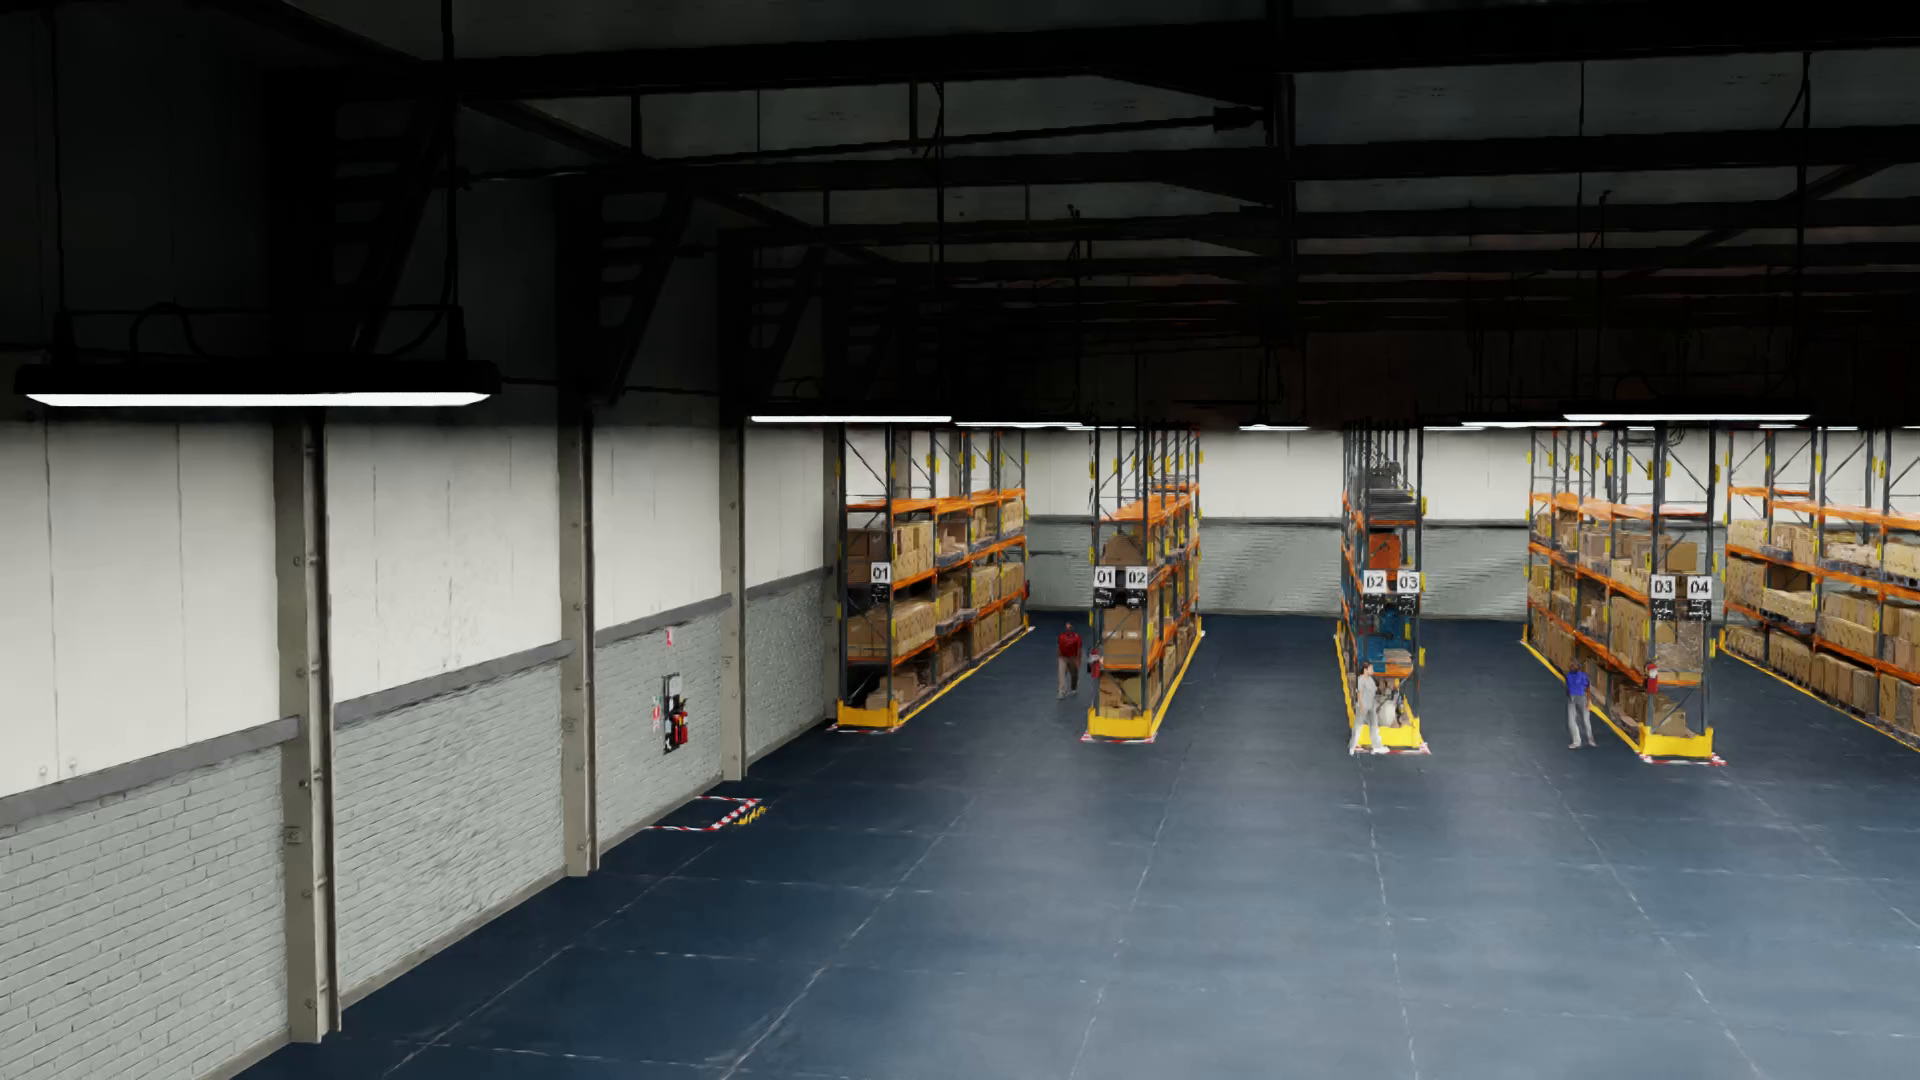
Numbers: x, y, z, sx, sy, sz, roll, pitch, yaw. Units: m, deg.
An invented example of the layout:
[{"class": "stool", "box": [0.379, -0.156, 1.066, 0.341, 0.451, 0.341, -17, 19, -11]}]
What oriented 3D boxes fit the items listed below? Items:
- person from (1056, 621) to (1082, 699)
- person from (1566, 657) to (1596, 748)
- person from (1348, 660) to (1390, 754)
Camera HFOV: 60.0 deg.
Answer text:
[{"class": "person", "box": [2.353, 2.565, 35.743, 0.540, 1.643, 1.108, 1, 4, 9]}, {"class": "person", "box": [11.301, 2.943, 30.255, 0.539, 1.646, 0.514, -3, 5, -41]}, {"class": "person", "box": [7.244, 2.959, 29.569, 0.690, 1.661, 0.561, -3, 5, -42]}]
